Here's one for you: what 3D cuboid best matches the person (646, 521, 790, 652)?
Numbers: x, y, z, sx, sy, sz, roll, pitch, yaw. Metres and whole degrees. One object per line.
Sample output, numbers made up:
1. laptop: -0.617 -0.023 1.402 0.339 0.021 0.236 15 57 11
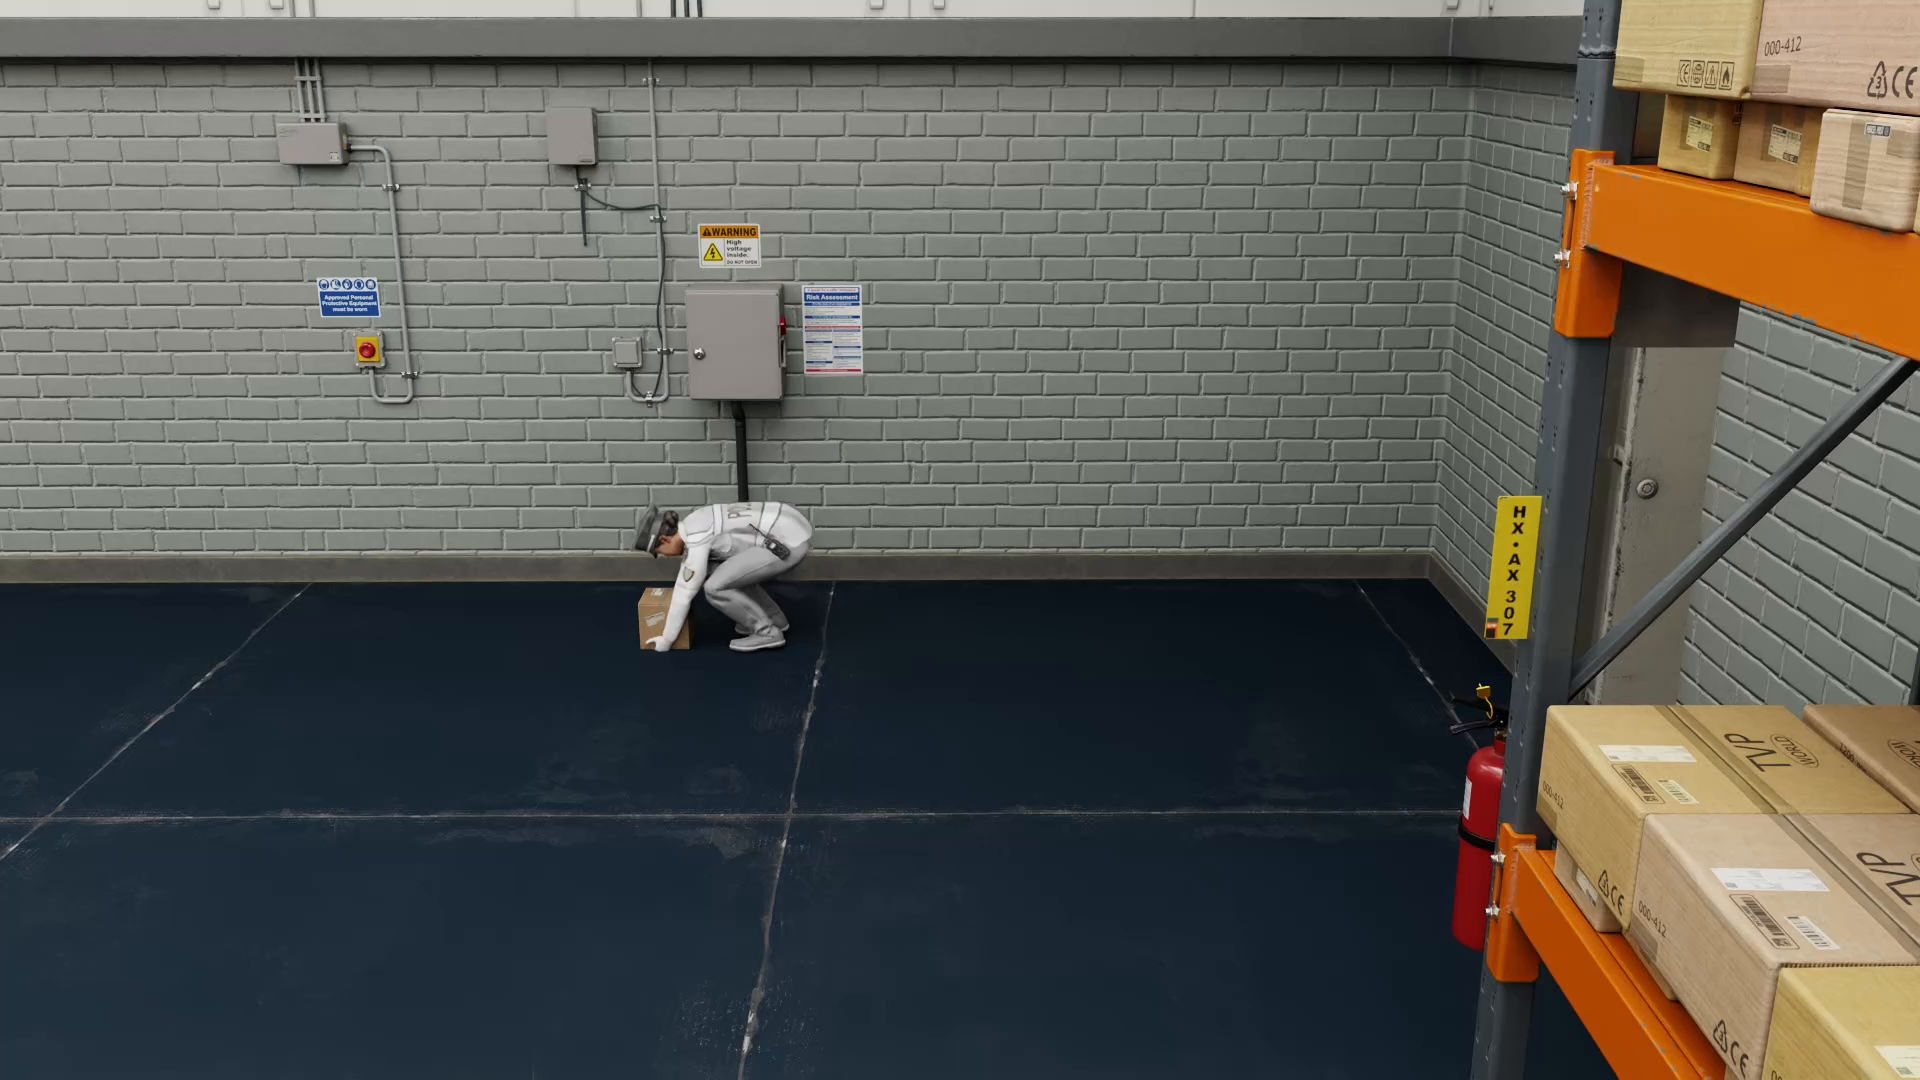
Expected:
1. person: -1.190 0.198 8.550 0.850 0.722 0.411 -1 17 -2
